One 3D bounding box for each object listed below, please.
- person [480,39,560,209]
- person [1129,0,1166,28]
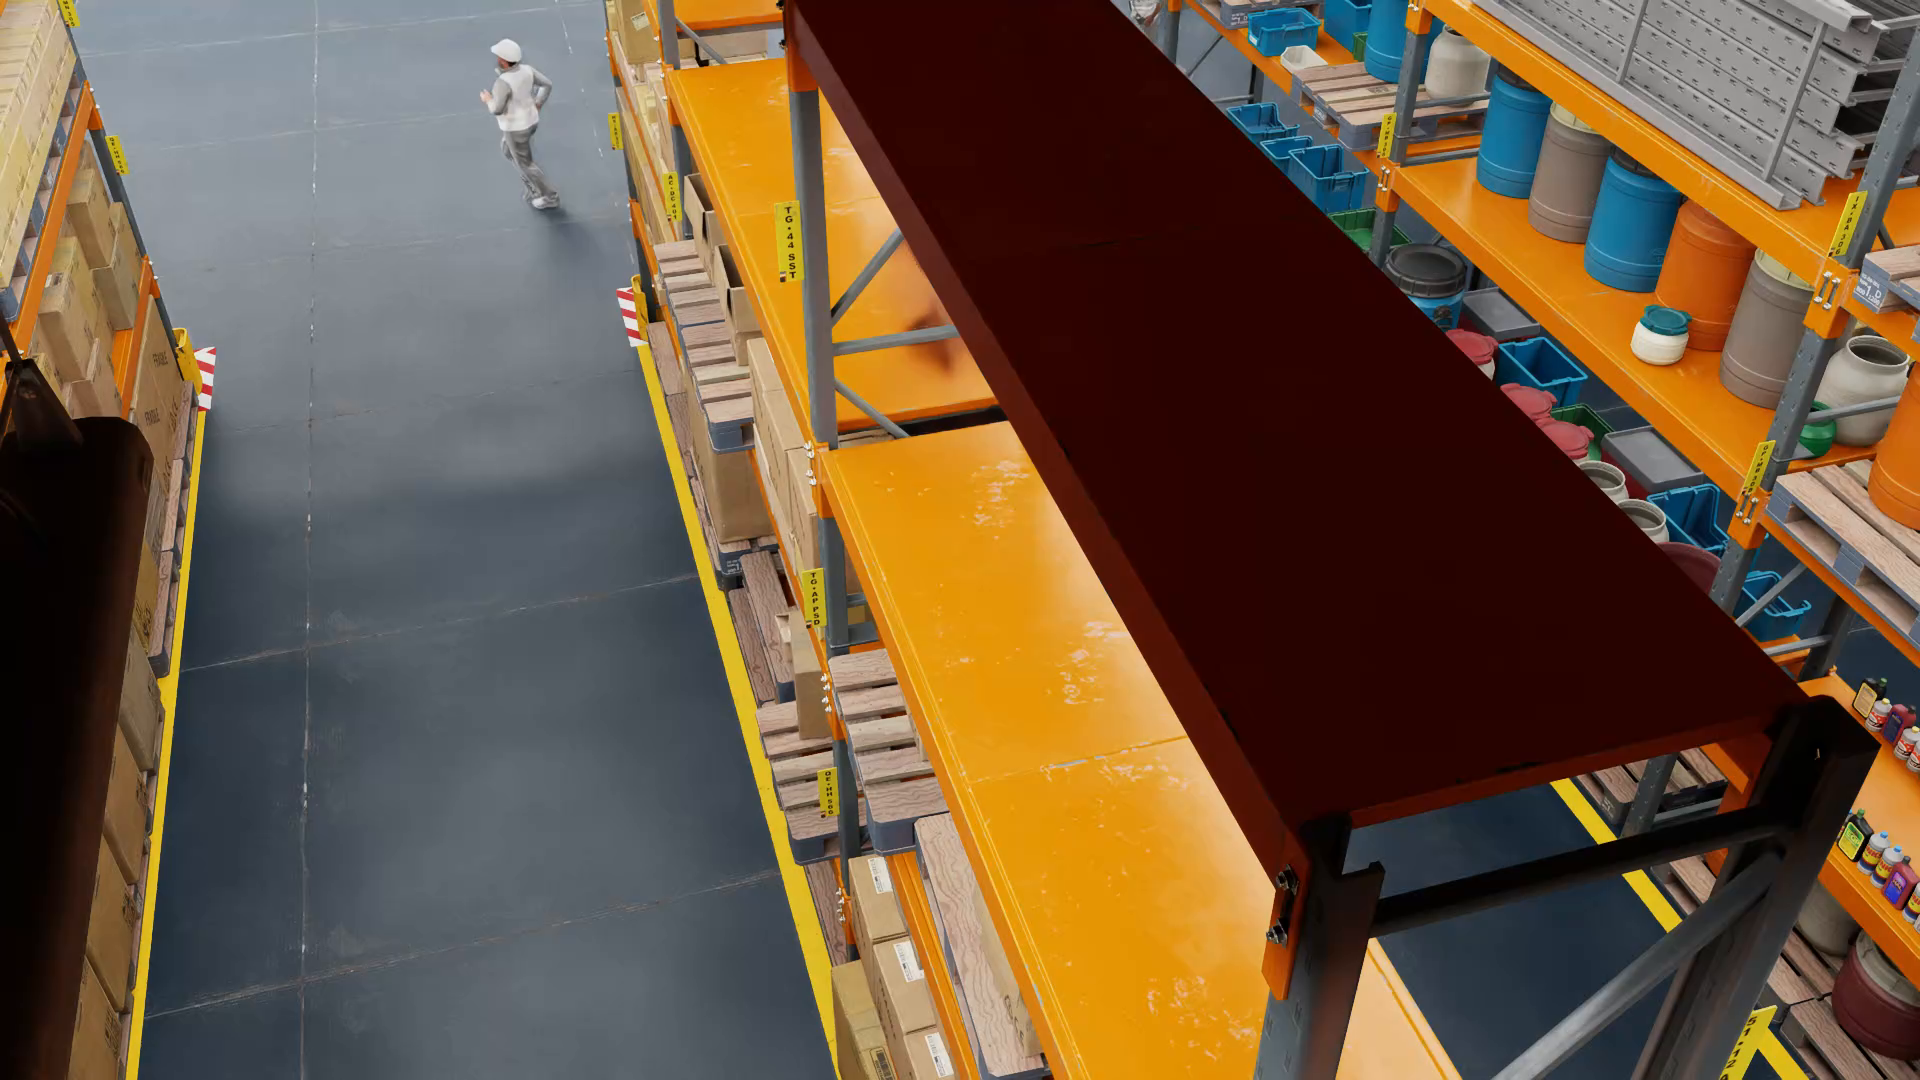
[{"bbox_3d":[-4.419,-4.146,16.642,0.728,1.801,0.629,10,40,13],"label":"person"},{"bbox_3d":[2.097,-5.882,18.907,0.766,1.747,0.567,7,39,9],"label":"person"}]
